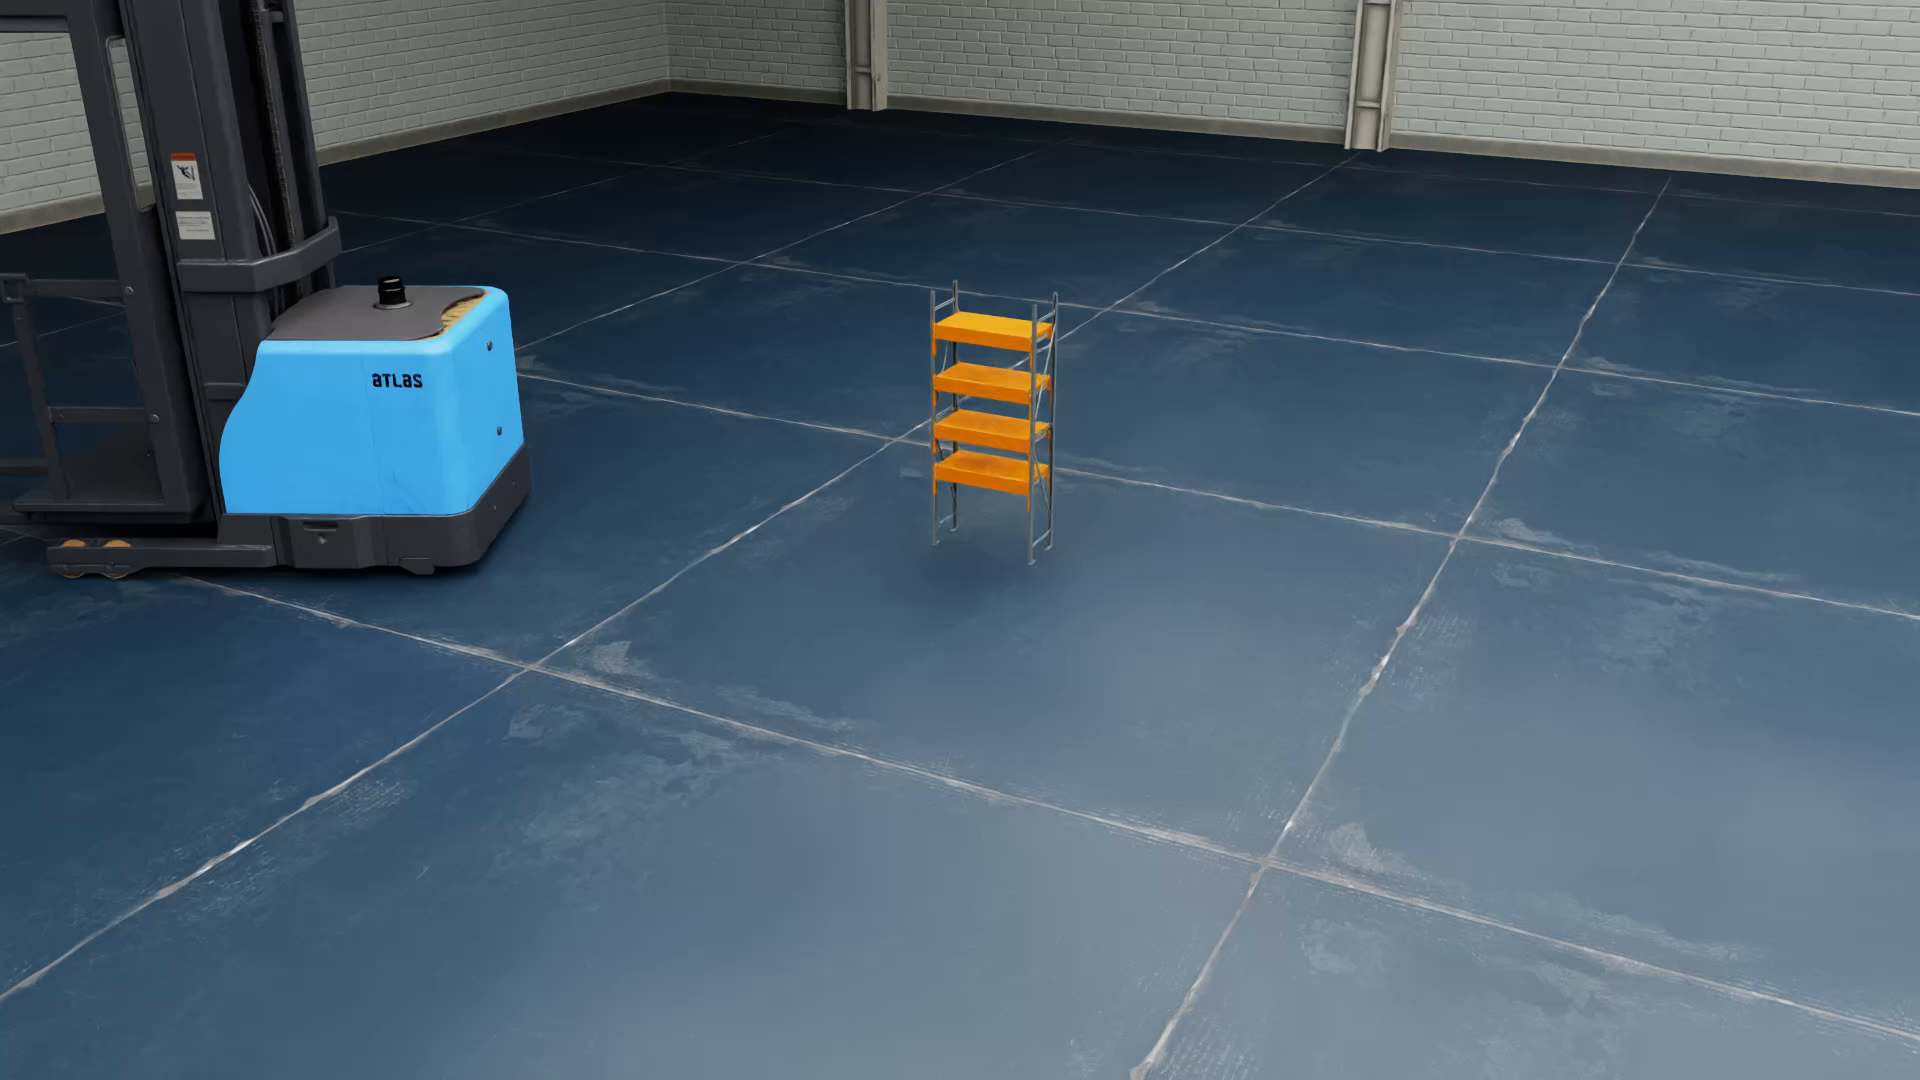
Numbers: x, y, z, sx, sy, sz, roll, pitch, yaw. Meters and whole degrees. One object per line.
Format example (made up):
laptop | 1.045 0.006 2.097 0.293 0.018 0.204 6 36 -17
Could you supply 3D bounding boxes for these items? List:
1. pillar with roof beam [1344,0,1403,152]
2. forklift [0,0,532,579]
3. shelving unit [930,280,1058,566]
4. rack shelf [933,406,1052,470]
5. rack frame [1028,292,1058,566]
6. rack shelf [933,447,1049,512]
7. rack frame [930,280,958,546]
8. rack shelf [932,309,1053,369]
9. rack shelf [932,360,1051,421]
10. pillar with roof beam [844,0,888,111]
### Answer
pillar with roof beam | 2.308 -6.737 12.092 0.400 9.000 9.100 11 25 25
forklift | -3.629 -1.385 7.261 3.031 2.935 1.130 1 23 1
shelving unit | 0.148 -0.523 7.446 0.503 1.200 0.258 11 25 25
rack shelf | 0.148 -0.461 7.473 0.480 0.148 0.258 11 25 25
rack frame | 0.365 -0.480 7.345 0.015 1.200 0.240 11 25 25
rack shelf | 0.148 -0.278 7.550 0.480 0.148 0.258 11 25 25
rack frame | -0.070 -0.566 7.548 0.015 1.200 0.240 11 25 25
rack shelf | 0.148 -0.885 7.293 0.480 0.148 0.258 11 25 25
rack shelf | 0.148 -0.667 7.385 0.480 0.148 0.258 11 25 25
pillar with roof beam | -3.047 -7.796 14.583 0.400 9.000 9.100 11 25 25
